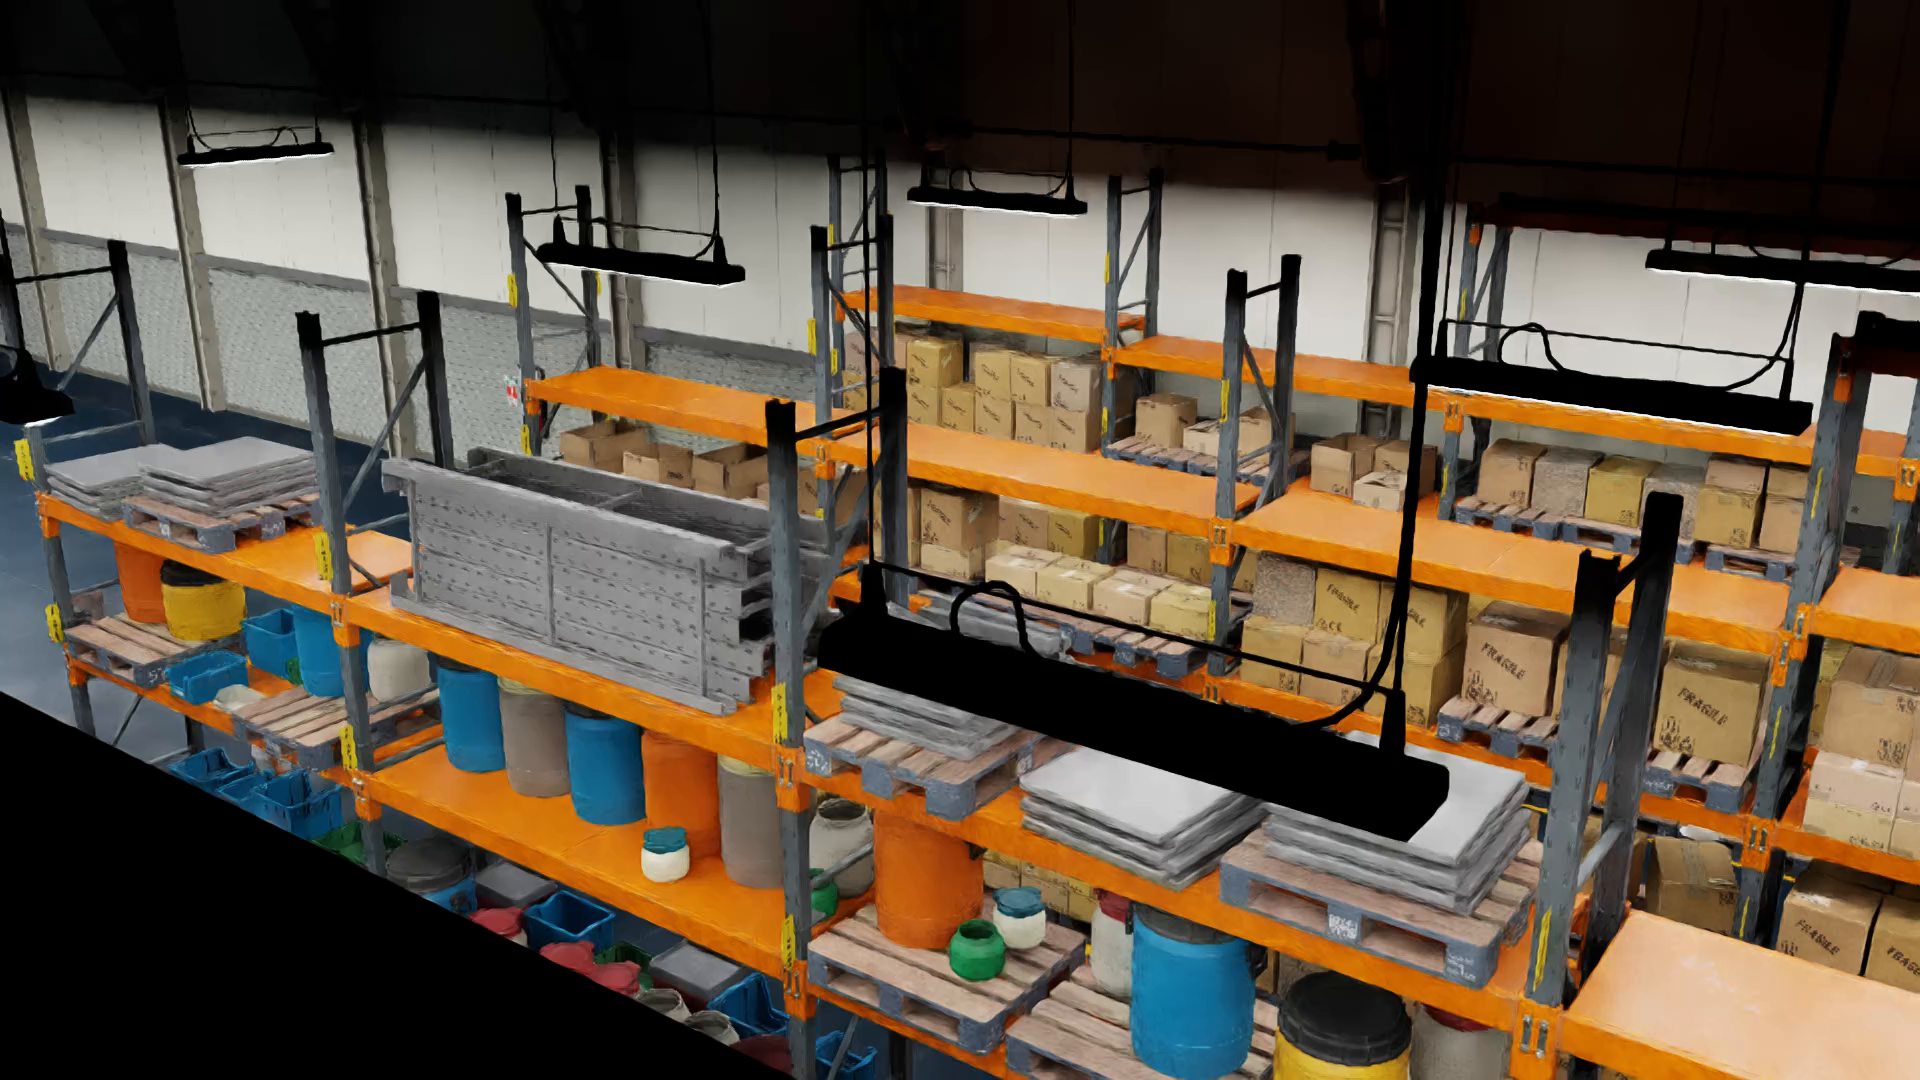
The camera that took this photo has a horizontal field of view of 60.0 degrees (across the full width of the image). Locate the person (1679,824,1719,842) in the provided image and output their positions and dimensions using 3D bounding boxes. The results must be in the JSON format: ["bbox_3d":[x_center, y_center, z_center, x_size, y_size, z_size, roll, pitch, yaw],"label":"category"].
[{"bbox_3d":[5.933,3.027,13.375,1.121,1.691,0.577,14,23,36],"label":"person"}]

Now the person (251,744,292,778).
[{"bbox_3d":[-6.629,2.101,16.201,0.556,1.653,0.597,-9,20,-24],"label":"person"}]
